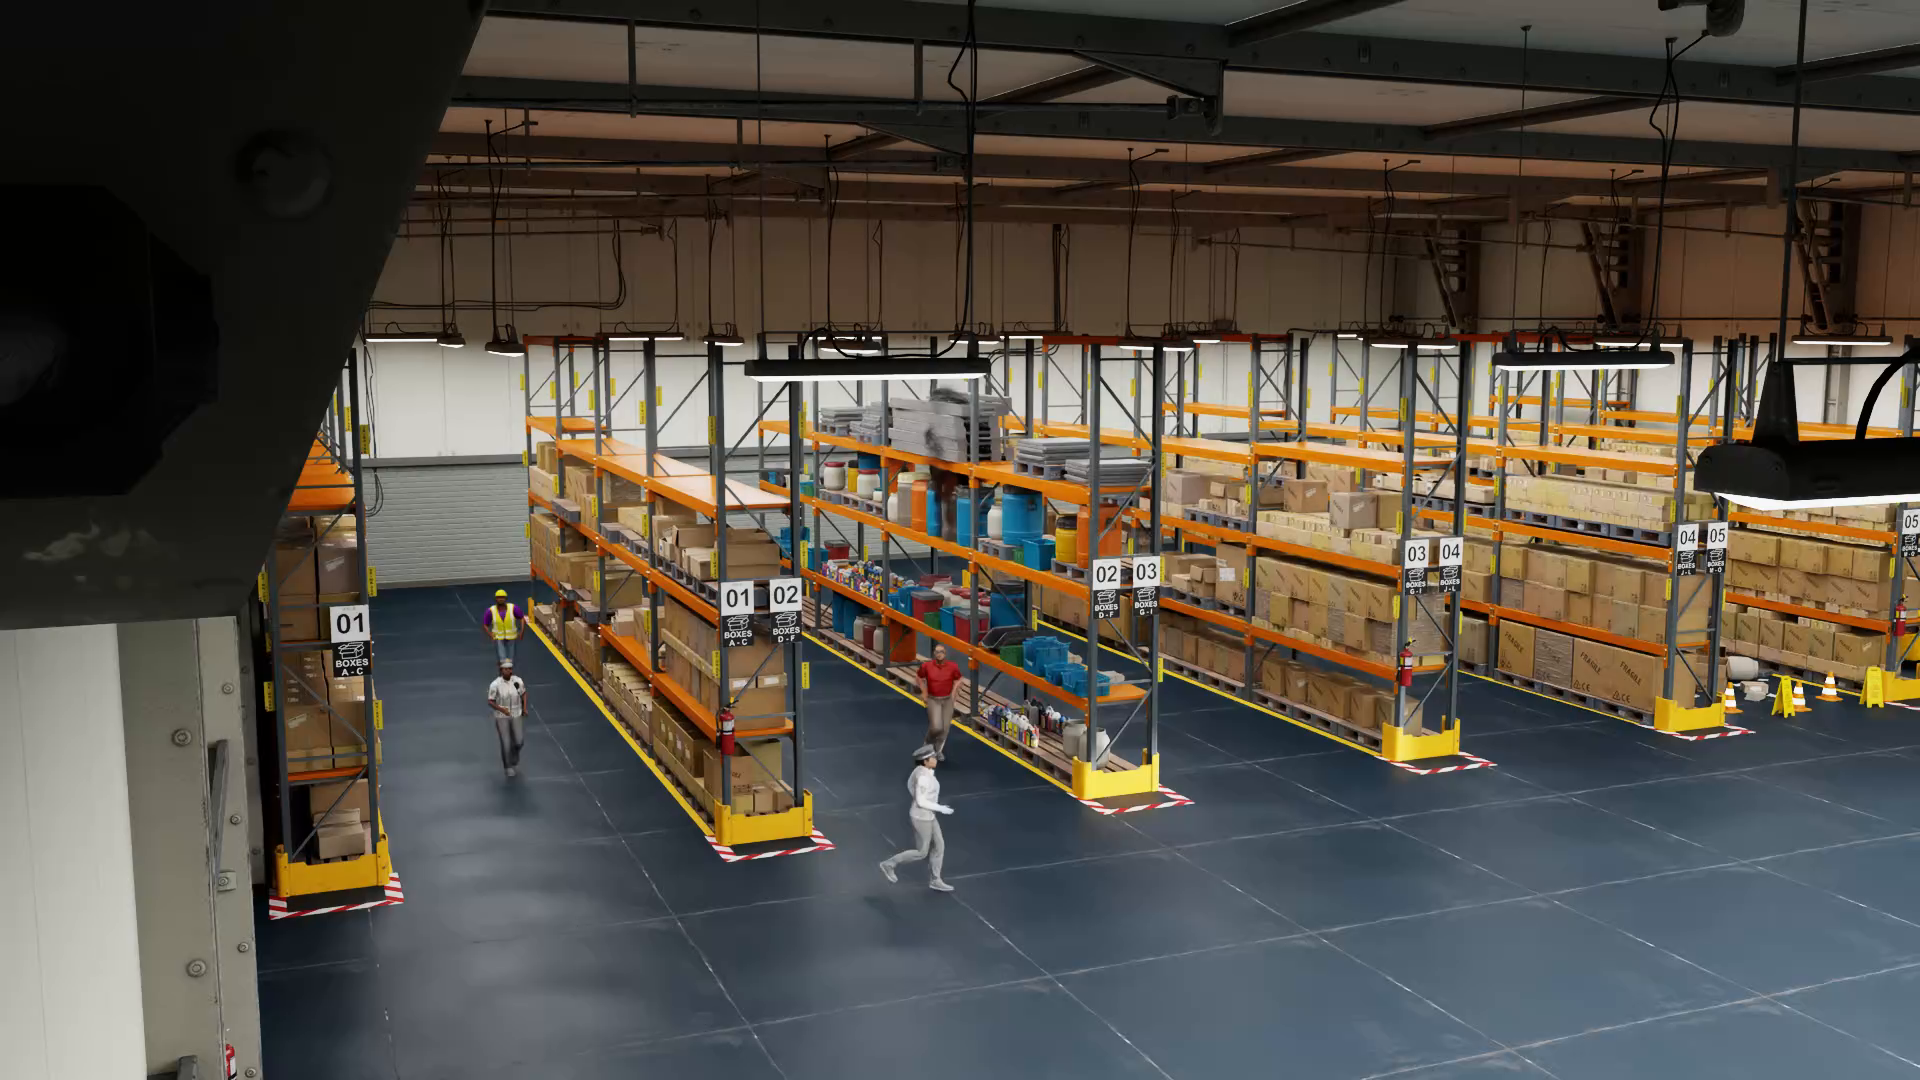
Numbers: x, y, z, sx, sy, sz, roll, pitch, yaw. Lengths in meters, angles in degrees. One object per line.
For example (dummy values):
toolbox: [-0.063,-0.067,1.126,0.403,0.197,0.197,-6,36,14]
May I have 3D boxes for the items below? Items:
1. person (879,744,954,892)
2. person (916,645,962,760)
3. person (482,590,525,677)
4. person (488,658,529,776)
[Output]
person: [-0.480,3.077,18.403,0.824,1.679,0.606,0,8,-1]
person: [-0.268,2.341,23.753,0.639,1.707,0.640,-2,8,-12]
person: [-7.821,1.694,28.544,0.714,1.730,0.661,-2,8,-18]
person: [-6.245,2.455,23.084,0.569,1.661,0.554,-4,9,-27]
